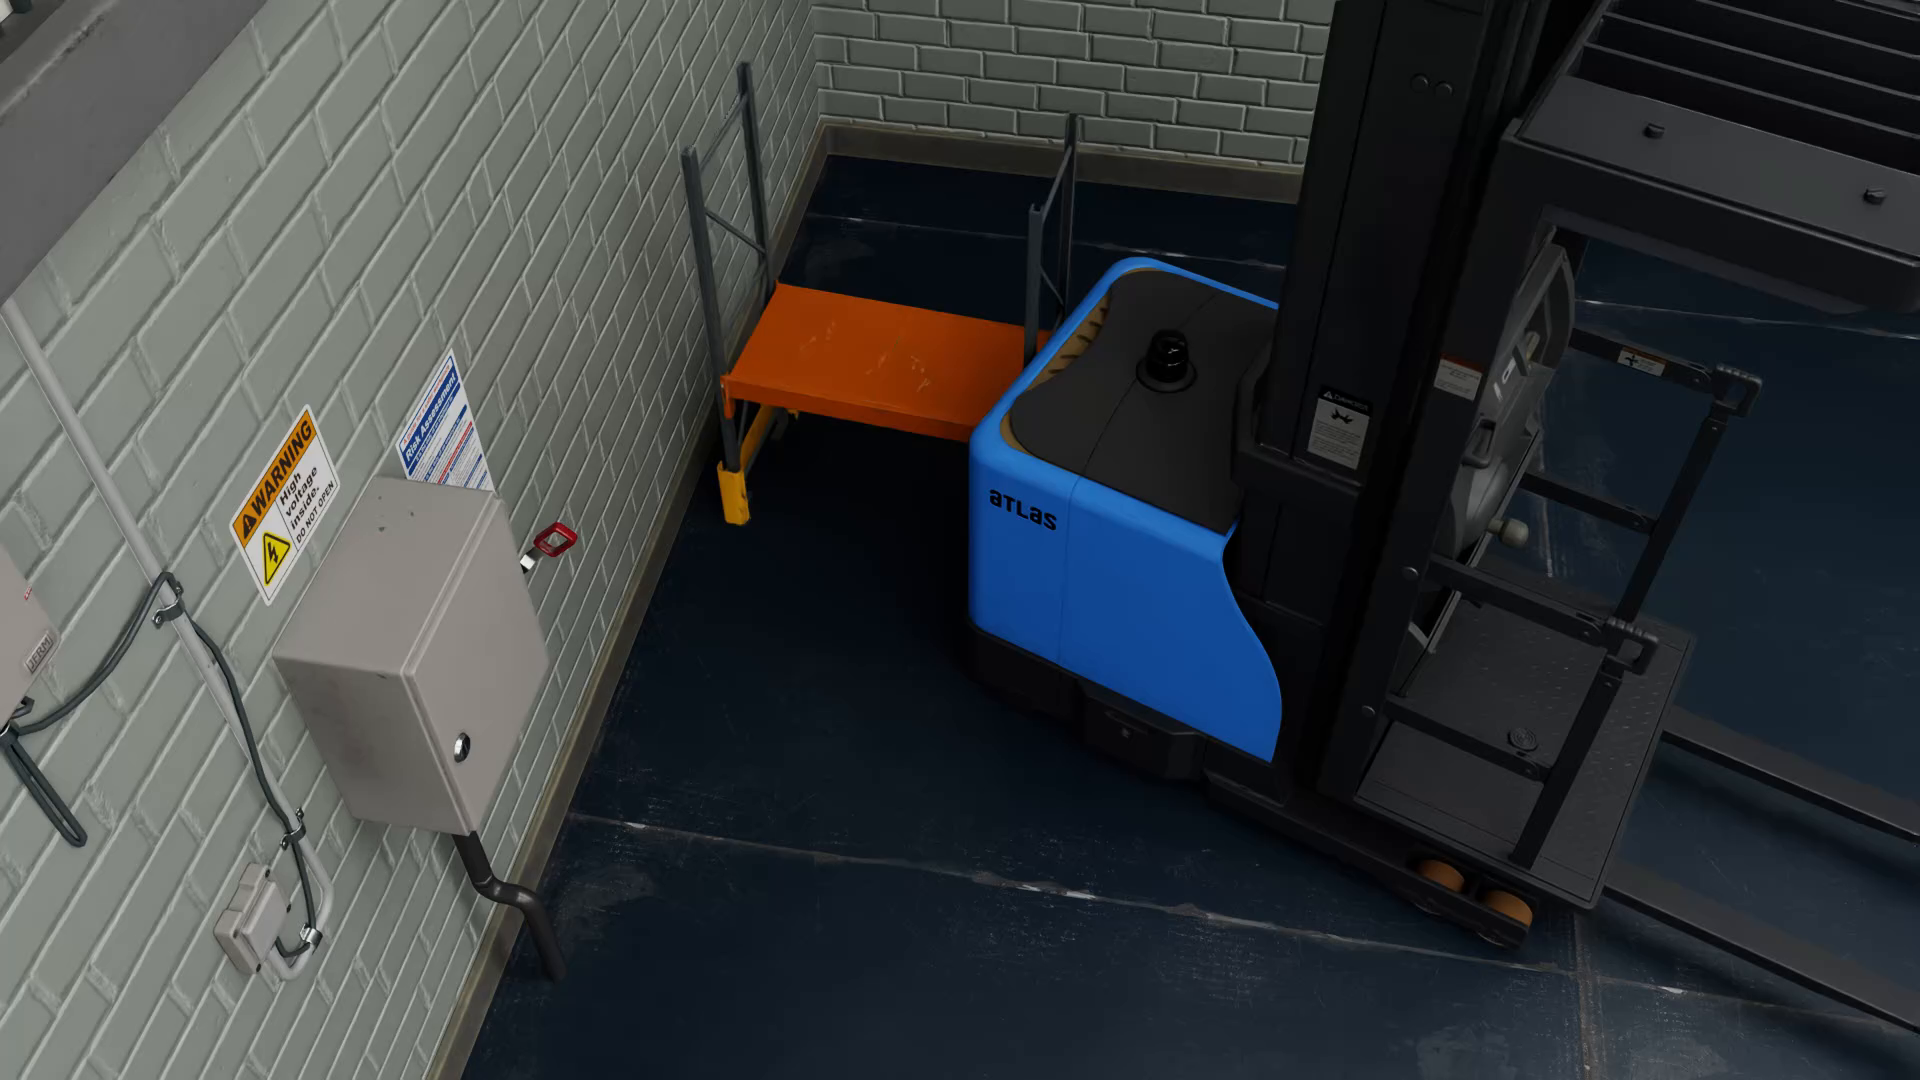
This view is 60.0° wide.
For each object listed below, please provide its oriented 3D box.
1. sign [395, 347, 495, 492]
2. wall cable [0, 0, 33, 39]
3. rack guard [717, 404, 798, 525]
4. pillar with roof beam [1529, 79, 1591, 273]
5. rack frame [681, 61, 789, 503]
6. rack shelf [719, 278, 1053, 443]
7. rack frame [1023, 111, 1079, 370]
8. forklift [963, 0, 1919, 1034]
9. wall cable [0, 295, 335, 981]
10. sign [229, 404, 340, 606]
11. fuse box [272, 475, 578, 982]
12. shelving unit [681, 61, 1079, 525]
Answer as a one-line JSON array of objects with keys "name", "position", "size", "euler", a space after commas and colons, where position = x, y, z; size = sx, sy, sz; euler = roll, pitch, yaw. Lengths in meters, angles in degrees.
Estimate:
[{"name": "sign", "position": [-1.212, -0.164, 3.945], "size": [0.001, 0.494, 0.329], "euler": [8, 49, 7]}, {"name": "wall cable", "position": [-1.039, -2.708, 2.108], "size": [0.133, 3.039, 2.988], "euler": [8, 49, 7]}, {"name": "rack guard", "position": [-0.711, -0.351, 5.897], "size": [0.087, 0.250, 0.587], "euler": [11, 49, 10]}, {"name": "pillar with roof beam", "position": [1.560, -1.064, 0.656], "size": [0.400, 9.000, 9.100], "euler": [8, 49, 7]}, {"name": "rack frame", "position": [-0.713, -0.769, 5.432], "size": [0.032, 1.500, 0.500], "euler": [11, 49, 10]}, {"name": "rack shelf", "position": [-0.222, -0.549, 5.477], "size": [1.000, 0.185, 0.538], "euler": [11, 49, 10]}, {"name": "rack frame", "position": [0.268, -0.570, 5.254], "size": [0.032, 1.500, 0.500], "euler": [11, 49, 10]}, {"name": "forklift", "position": [1.539, -0.288, 4.038], "size": [3.031, 2.935, 1.130], "euler": [24, 52, 20]}, {"name": "wall cable", "position": [-1.373, 0.332, 2.752], "size": [0.122, 1.984, 0.588], "euler": [8, 49, 7]}, {"name": "sign", "position": [-1.310, -0.070, 3.241], "size": [0.001, 0.242, 0.339], "euler": [8, 49, 7]}, {"name": "fuse box", "position": [-1.096, 0.624, 4.039], "size": [0.414, 1.711, 0.539], "euler": [8, 49, 7]}, {"name": "shelving unit", "position": [-0.231, -0.671, 5.345], "size": [1.083, 1.500, 0.587], "euler": [11, 49, 10]}]
